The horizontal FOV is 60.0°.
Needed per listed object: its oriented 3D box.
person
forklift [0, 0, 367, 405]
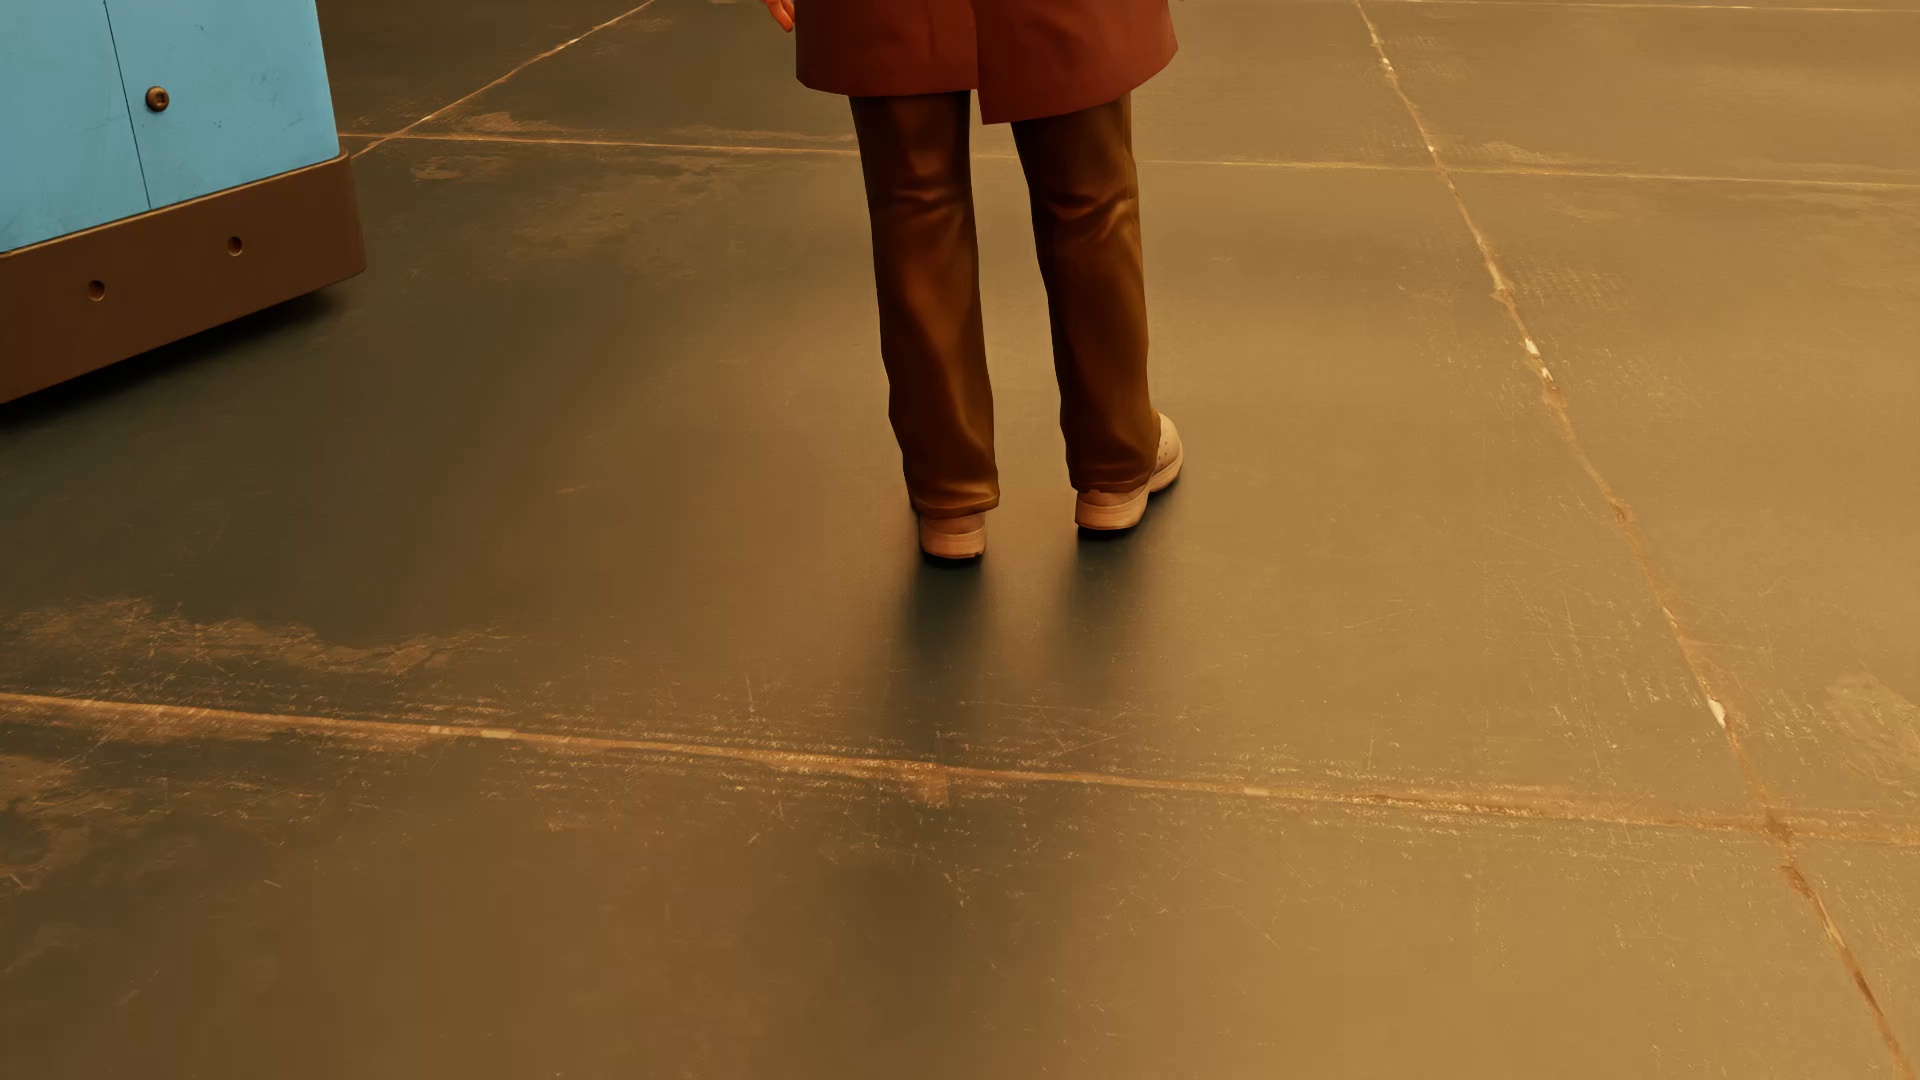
[{"bbox_3d":[0.017,-0.727,2.237,0.694,1.520,0.582,3,27,7],"label":"person"},{"bbox_3d":[-2.790,-1.928,3.082,3.031,2.935,1.130,13,29,24],"label":"forklift"}]
